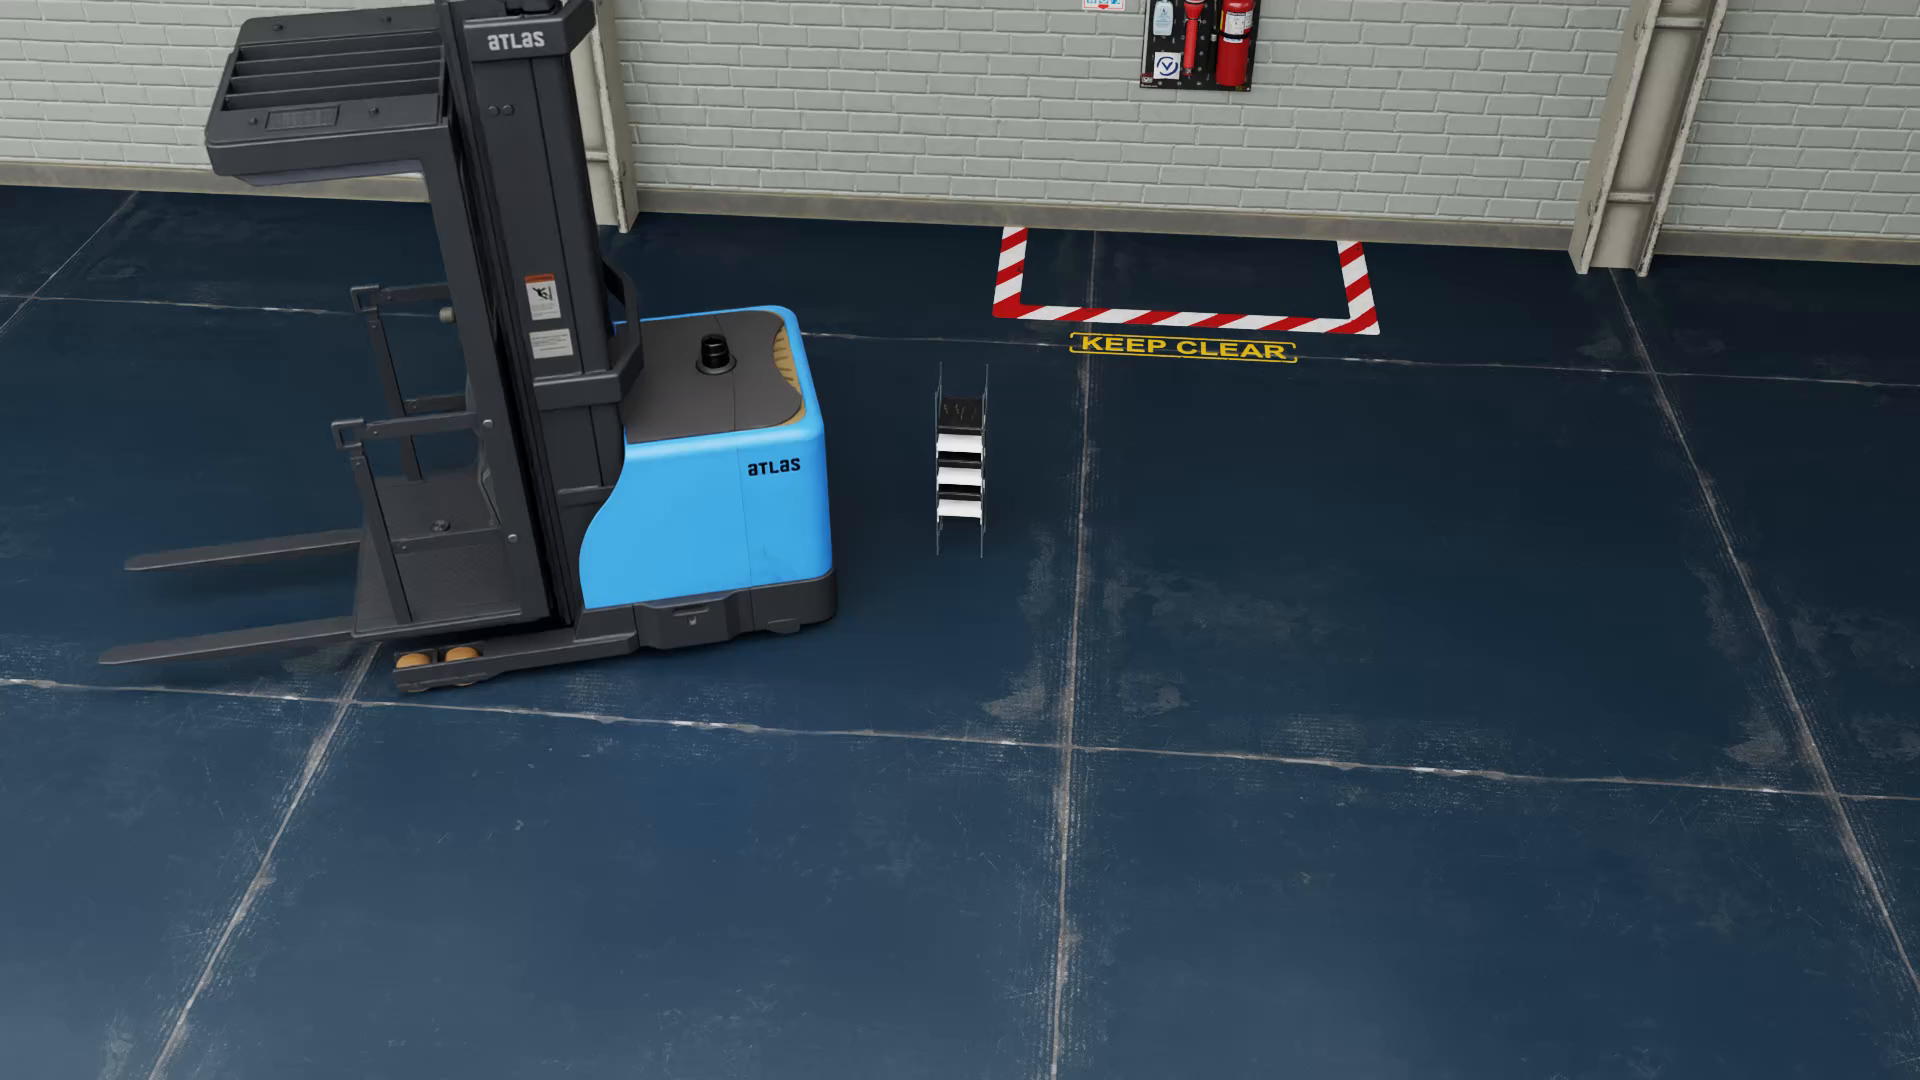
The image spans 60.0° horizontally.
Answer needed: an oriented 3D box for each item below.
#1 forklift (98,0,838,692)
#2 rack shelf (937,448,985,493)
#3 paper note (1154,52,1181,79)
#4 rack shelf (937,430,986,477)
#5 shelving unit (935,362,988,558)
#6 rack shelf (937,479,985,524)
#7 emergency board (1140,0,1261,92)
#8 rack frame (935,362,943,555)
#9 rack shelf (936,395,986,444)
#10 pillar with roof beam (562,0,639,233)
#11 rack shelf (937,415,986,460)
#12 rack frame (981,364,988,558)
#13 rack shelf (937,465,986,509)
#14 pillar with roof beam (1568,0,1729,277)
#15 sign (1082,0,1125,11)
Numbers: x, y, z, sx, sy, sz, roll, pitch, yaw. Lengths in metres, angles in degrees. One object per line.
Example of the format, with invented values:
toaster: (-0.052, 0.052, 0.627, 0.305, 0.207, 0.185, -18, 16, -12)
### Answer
forklift: (-2.104, -0.865, 6.491, 3.031, 2.935, 1.130, -8, 40, -9)
rack shelf: (0.008, -0.323, 7.486, 0.200, 0.077, 0.258, 3, 39, 4)
paper note: (1.165, -2.666, 9.346, 0.142, 0.148, 0.016, 3, 39, 4)
rack shelf: (0.008, -0.393, 7.430, 0.200, 0.077, 0.258, 3, 39, 4)
shelving unit: (0.008, -0.349, 7.465, 0.210, 0.900, 0.258, 3, 39, 4)
rack shelf: (0.008, -0.183, 7.600, 0.200, 0.077, 0.258, 3, 39, 4)
emergency board: (1.335, -2.954, 9.003, 0.643, 1.169, 0.194, 3, 39, 4)
rack frame: (-0.093, -0.354, 7.472, 0.006, 0.900, 0.240, 3, 39, 4)
rack shelf: (0.008, -0.532, 7.316, 0.200, 0.077, 0.258, 3, 39, 4)
pillar with roof beam: (-2.555, -2.742, 3.990, 0.400, 9.000, 9.100, 3, 39, 4)
rack shelf: (0.008, -0.462, 7.373, 0.200, 0.077, 0.258, 3, 39, 4)
rack frame: (0.109, -0.343, 7.459, 0.006, 0.900, 0.240, 3, 39, 4)
rack shelf: (0.008, -0.253, 7.543, 0.200, 0.077, 0.258, 3, 39, 4)
pillar with roof beam: (3.422, -2.415, 3.588, 0.400, 9.000, 9.100, 3, 39, 4)
sign: (0.793, -3.063, 9.109, 0.234, 0.329, 0.001, 3, 39, 4)
